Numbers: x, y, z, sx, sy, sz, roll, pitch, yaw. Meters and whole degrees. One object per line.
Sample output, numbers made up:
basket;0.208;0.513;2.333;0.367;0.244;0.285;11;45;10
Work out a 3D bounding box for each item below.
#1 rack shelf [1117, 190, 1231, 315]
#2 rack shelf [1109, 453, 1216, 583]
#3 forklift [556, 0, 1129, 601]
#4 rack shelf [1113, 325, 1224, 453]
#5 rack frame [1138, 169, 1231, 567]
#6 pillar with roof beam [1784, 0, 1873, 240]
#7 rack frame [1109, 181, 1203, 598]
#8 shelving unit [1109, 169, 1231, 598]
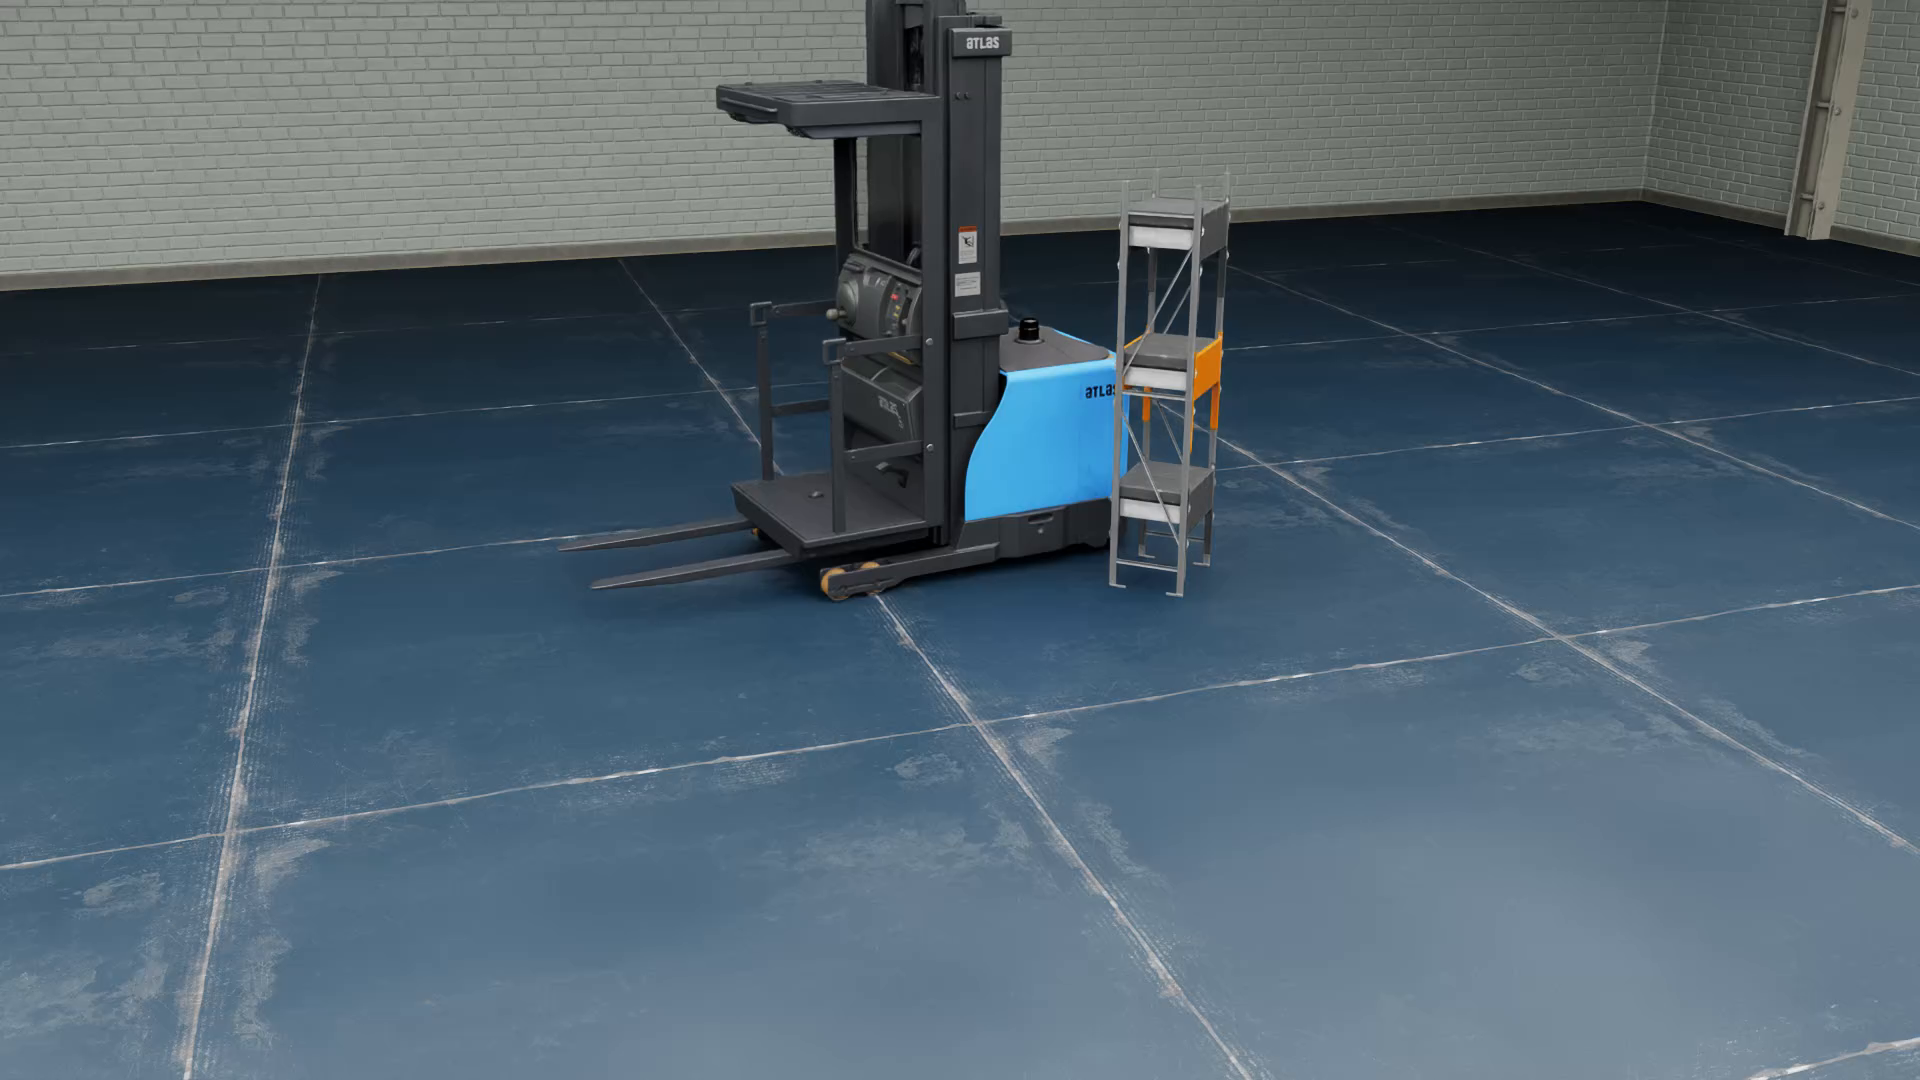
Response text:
rack shelf;1.069;-1.441;8.293;0.431;0.518;0.480;9;21;23
rack shelf;1.069;-0.124;8.766;0.431;0.518;0.480;9;21;23
forklift;-0.608;-1.269;8.613;3.031;2.935;1.130;-10;22;-26
rack shelf;1.069;-0.782;8.529;0.431;0.518;0.480;9;21;23
rack frame;1.169;-0.871;8.734;0.400;2.100;0.015;9;21;23
pillar with roof beam;5.666;-7.271;16.348;9.100;9.000;0.400;-6;21;-17
rack frame;0.969;-0.720;8.315;0.400;2.100;0.015;9;21;23
shelving unit;1.069;-0.795;8.525;0.431;2.100;0.503;9;21;23
